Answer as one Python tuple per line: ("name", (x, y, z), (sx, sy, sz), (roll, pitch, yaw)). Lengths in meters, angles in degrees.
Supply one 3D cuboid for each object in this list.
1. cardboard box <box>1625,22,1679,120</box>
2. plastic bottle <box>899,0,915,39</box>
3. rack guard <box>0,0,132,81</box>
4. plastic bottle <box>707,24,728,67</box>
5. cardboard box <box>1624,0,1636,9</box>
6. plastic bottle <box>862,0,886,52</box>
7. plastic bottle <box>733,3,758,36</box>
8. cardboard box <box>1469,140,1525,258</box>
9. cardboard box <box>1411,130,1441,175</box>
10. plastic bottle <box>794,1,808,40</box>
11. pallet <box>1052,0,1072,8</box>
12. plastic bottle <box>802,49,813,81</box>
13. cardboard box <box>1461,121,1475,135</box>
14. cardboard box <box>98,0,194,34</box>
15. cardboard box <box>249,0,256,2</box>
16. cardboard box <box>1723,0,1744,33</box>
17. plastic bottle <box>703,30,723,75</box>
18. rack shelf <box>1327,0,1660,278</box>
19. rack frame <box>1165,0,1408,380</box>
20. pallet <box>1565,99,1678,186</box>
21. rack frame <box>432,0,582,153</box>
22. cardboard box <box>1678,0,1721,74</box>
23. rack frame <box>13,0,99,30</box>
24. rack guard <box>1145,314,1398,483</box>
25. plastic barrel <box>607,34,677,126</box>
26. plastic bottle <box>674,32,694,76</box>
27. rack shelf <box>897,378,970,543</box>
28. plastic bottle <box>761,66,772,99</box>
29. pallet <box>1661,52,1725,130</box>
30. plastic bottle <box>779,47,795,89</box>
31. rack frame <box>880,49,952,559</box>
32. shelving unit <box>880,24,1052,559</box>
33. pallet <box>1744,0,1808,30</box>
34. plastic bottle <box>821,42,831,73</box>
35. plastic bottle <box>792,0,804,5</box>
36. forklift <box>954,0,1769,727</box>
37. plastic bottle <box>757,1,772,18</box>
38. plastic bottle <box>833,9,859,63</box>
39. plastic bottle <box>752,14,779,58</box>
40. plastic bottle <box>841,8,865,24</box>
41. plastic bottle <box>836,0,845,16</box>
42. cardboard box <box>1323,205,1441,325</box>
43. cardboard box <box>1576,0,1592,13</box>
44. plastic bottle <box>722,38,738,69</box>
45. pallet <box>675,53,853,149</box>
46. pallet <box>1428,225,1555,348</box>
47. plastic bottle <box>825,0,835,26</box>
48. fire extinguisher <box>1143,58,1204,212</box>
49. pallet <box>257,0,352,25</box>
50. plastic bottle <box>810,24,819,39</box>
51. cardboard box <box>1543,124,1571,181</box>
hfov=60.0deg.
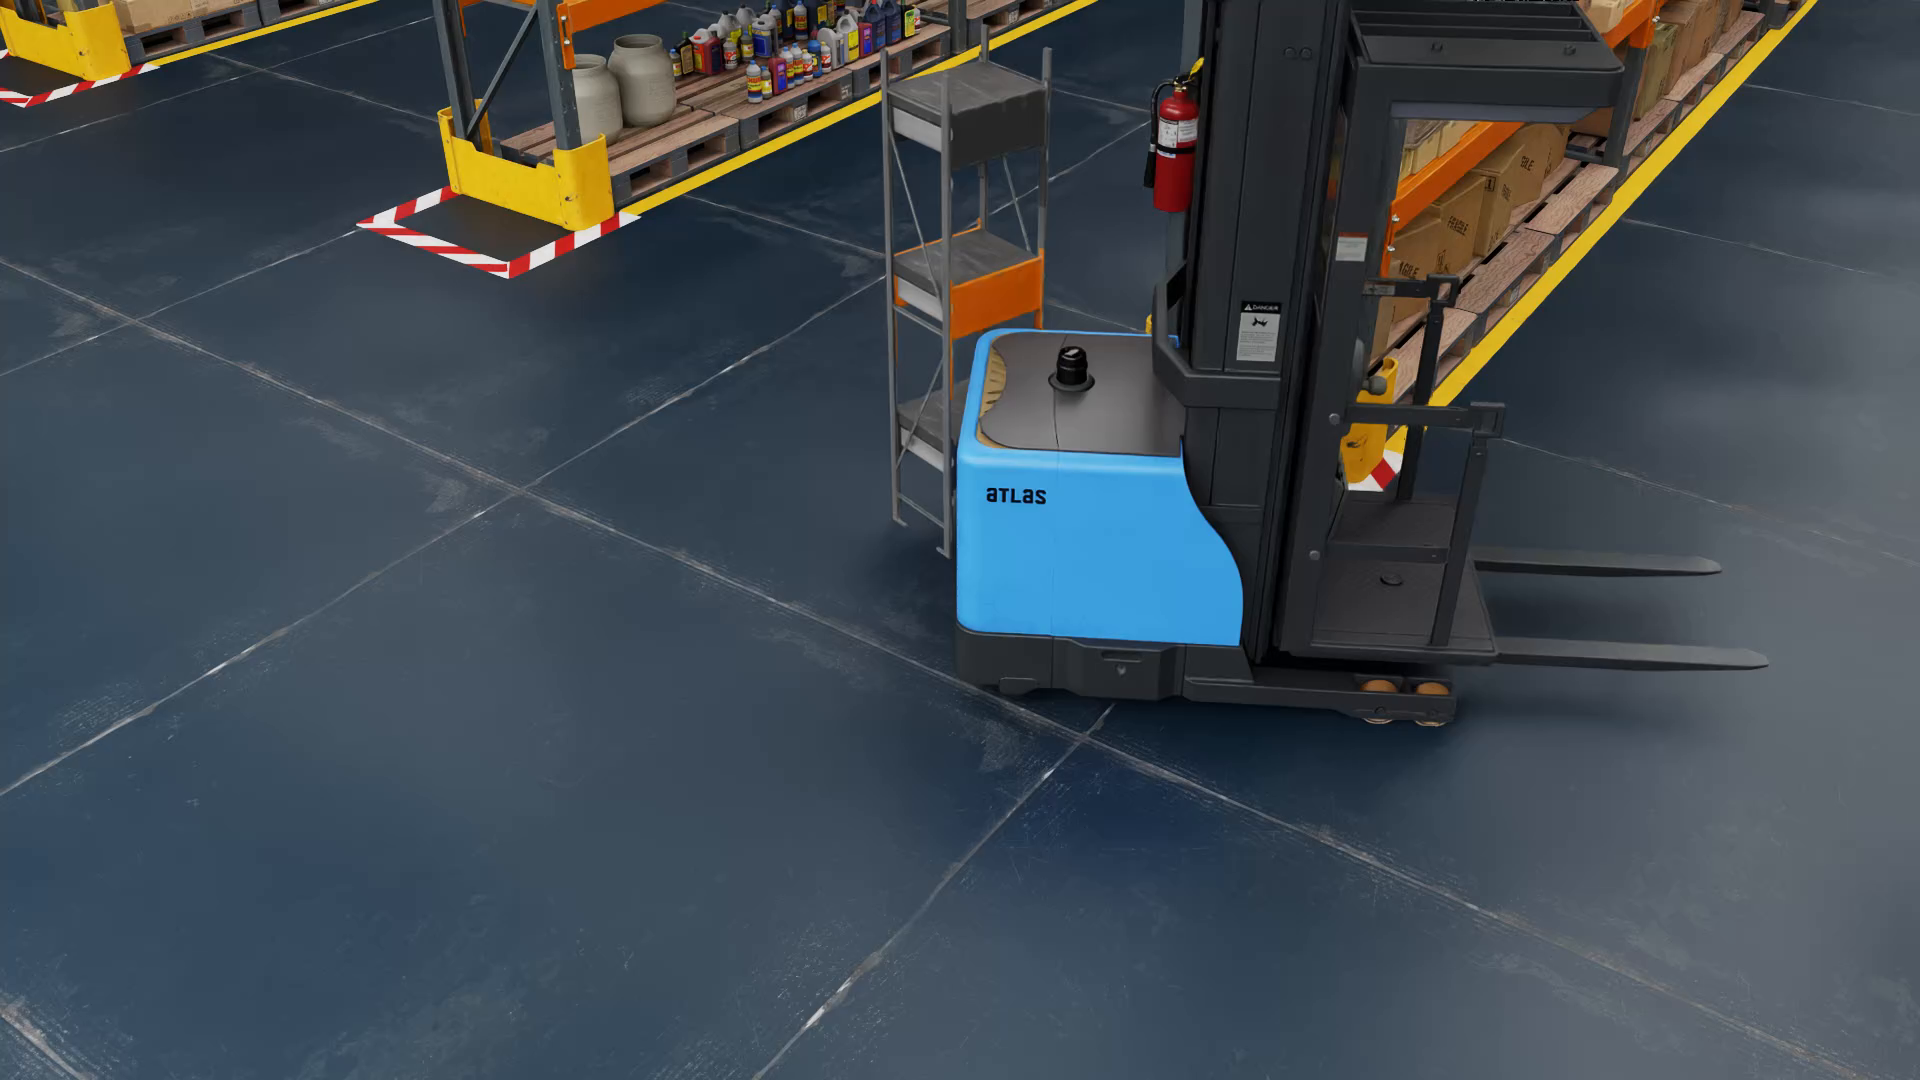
("cardboard box", (4.330, -3.196, 11.136), (0.700, 0.500, 0.500), (21, 39, 28))
("plastic bottle", (-0.397, -3.872, 12.330), (0.061, 0.283, 0.133), (23, 41, 30))
("rack guard", (-6.755, -3.838, 12.479), (1.175, 0.500, 0.348), (21, 39, 28))
("plastic bottle", (-1.742, -3.511, 11.803), (0.152, 0.276, 0.135), (20, 39, 27))
("cardboard box", (3.644, -3.151, 9.456), (0.380, 0.149, 0.250), (21, 39, 28))
("plastic bottle", (-0.634, -3.750, 12.089), (0.144, 0.351, 0.185), (19, 39, 26))
("plastic bottle", (-1.545, -3.705, 12.023), (0.144, 0.351, 0.185), (21, 39, 28))
("cardboard box", (2.804, -1.950, 9.312), (0.500, 0.500, 0.500), (18, 38, 24))
("cardboard box", (1.911, -1.779, 7.427), (0.380, 0.149, 0.250), (21, 39, 28))
("plastic bottle", (-1.178, -3.849, 12.307), (0.097, 0.271, 0.097), (0, 34, 0))
("pallet", (0.717, -4.924, 14.343), (1.003, 0.211, 1.213), (21, 39, 28))
("plastic bottle", (-1.076, -3.308, 11.569), (0.097, 0.201, 0.097), (0, 34, 0))
("cardboard box", (2.192, -2.011, 7.770), (0.380, 0.149, 0.250), (21, 39, 28))
("cardboard box", (-6.253, -4.095, 12.708), (0.500, 0.250, 0.500), (21, 39, 28))
("cardboard box", (-5.686, -4.557, 13.390), (0.500, 0.250, 0.500), (21, 39, 28))
("cardboard box", (5.590, -4.233, 12.670), (0.700, 0.500, 0.500), (19, 38, 26))
("plastic bottle", (-1.733, -3.417, 11.657), (0.061, 0.283, 0.133), (21, 39, 28))
("rack shelf", (2.535, -2.341, 8.677), (1.077, 0.370, 4.000), (21, 39, 28))
("rack frame", (1.394, -1.719, 7.114), (1.000, 3.000, 0.127), (21, 39, 28))
("pallet", (4.118, -2.763, 11.148), (1.003, 0.211, 1.213), (21, 39, 28))
("rack frame", (-2.674, -3.301, 9.453), (1.000, 3.000, 0.127), (21, 39, 28))
("cardboard box", (4.967, -3.710, 11.897), (0.700, 0.500, 0.500), (25, 41, 32))
("rack frame", (-6.742, -4.885, 11.796), (1.000, 3.000, 0.127), (21, 39, 28))
("rack guard", (1.438, -0.718, 7.866), (1.175, 0.500, 0.348), (21, 39, 28))
("plastic barrel", (-2.076, -3.002, 10.858), (0.421, 0.512, 0.421), (0, 34, 0))
("plastic bottle", (-1.936, -3.403, 11.636), (0.061, 0.283, 0.133), (22, 40, 29))
("rack shelf", (0.022, -0.373, 7.201), (0.480, 0.518, 0.431), (-24, 41, -31))
("plastic bottle", (-1.326, -3.106, 11.271), (0.097, 0.201, 0.097), (0, 34, 0))
("pallet", (4.813, -3.327, 11.981), (1.003, 0.211, 1.213), (21, 39, 28))
("plastic bottle", (-1.189, -3.245, 11.414), (0.097, 0.271, 0.097), (0, 34, 0))
("rack frame", (-0.167, -0.878, 6.674), (0.015, 2.100, 0.400), (-24, 41, -31))
("shelving unit", (0.023, -0.964, 6.801), (0.503, 2.100, 0.431), (-24, 41, -31))
("pallet", (6.467, -4.584, 13.840), (1.003, 0.211, 1.213), (21, 39, 28))
("plastic bottle", (-0.958, -3.403, 11.709), (0.097, 0.201, 0.097), (0, 34, 0))
("plastic bottle", (-1.195, -3.988, 12.441), (0.144, 0.351, 0.185), (22, 40, 29))
("forklift", (1.524, -0.828, 5.857), (3.031, 2.935, 1.130), (3, 34, 4))
("plastic bottle", (-1.431, -3.810, 12.239), (0.061, 0.283, 0.133), (23, 40, 30))
("plastic bottle", (-0.818, -3.601, 11.870), (0.144, 0.351, 0.185), (21, 39, 28))
("plastic bottle", (-1.409, -3.638, 11.991), (0.152, 0.276, 0.135), (21, 39, 28))
("plastic bottle", (-0.770, -3.755, 12.163), (0.152, 0.276, 0.135), (21, 39, 28))
("plastic bottle", (-0.936, -4.187, 12.807), (0.097, 0.271, 0.097), (0, 34, 0))
("cardboard box", (2.077, -1.425, 8.537), (0.500, 0.500, 0.500), (-25, 41, -32))
("cardboard box", (2.851, -3.056, 8.736), (0.875, 0.500, 0.500), (21, 39, 28))
("plastic bottle", (-1.629, -3.449, 11.778), (0.097, 0.201, 0.097), (0, 34, 0))
("pallet", (-1.506, -3.127, 11.686), (1.003, 0.211, 1.213), (21, 39, 28))
("pallet", (2.626, -1.520, 9.310), (1.003, 0.211, 1.213), (21, 39, 28))
("plastic bottle", (-1.010, -4.001, 12.521), (0.061, 0.283, 0.133), (21, 39, 28))
("fire extinguisher", (0.951, -1.781, 7.275), (0.296, 0.674, 0.183), (21, 39, 28))
("pallet", (-5.644, -4.654, 13.944), (1.003, 0.211, 1.213), (21, 39, 28))
("plastic bottle", (-1.001, -3.534, 11.830), (0.061, 0.283, 0.133), (21, 39, 28))
("cardboard box", (3.414, -2.527, 10.165), (0.500, 0.500, 0.500), (20, 39, 27))
